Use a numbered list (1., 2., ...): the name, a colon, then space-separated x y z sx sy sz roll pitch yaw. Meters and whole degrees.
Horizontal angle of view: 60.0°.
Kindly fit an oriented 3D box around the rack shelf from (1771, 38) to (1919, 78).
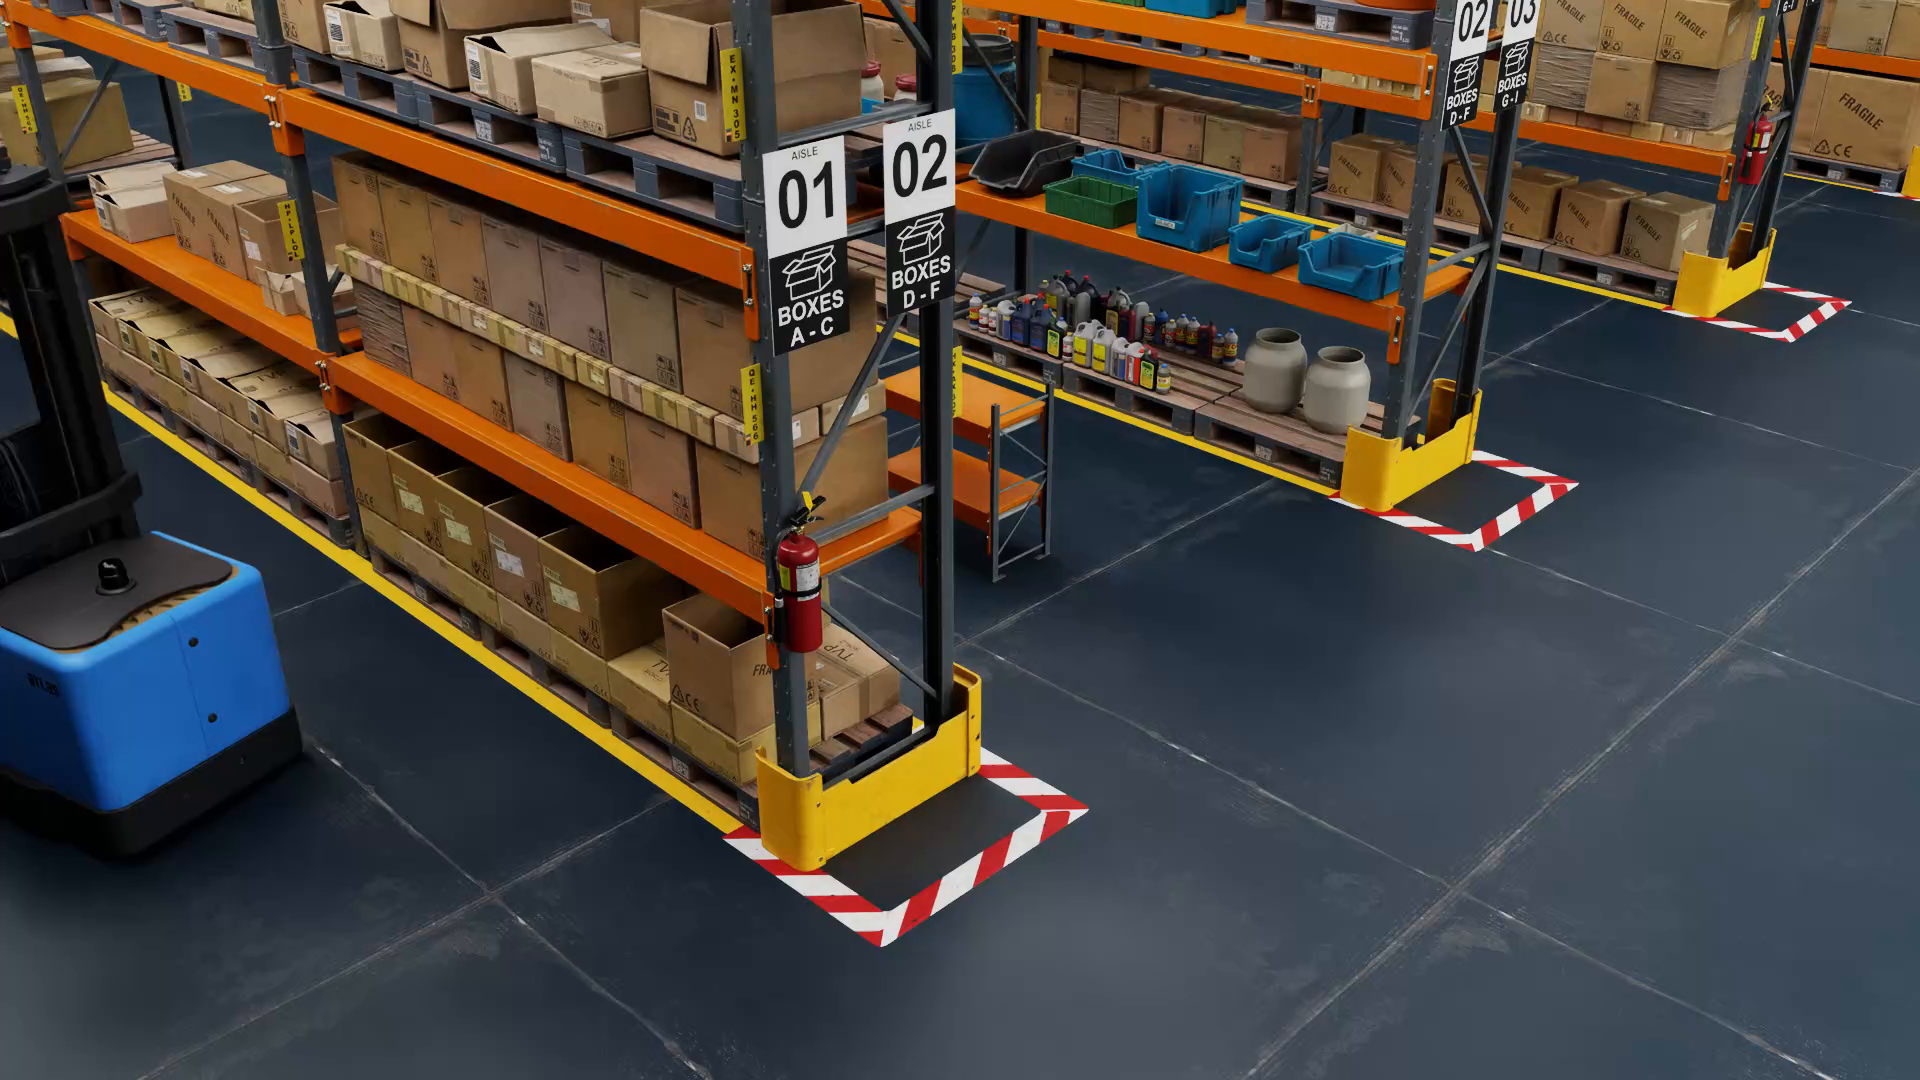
1. rack shelf: 8.650 -5.323 17.923 4.000 0.370 1.077 25 36 38

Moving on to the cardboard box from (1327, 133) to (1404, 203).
1. cardboard box: 3.931 -3.617 16.139 0.500 0.500 0.500 23 36 37

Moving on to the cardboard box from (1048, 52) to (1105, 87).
1. cardboard box: 1.321 -5.198 18.319 0.500 0.250 0.500 -24 36 -37

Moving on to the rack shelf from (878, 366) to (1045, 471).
1. rack shelf: -0.005 -0.759 9.856 1.000 0.278 0.538 25 36 38

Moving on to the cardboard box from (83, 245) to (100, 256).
1. cardboard box: -7.001 -2.364 12.930 0.500 0.250 0.500 -24 36 -37

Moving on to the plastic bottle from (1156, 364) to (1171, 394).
1. plastic bottle: 1.437 -1.142 11.733 0.097 0.201 0.097 0 28 0

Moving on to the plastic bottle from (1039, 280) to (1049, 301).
1. plastic bottle: 0.679 -1.978 13.323 0.097 0.201 0.097 0 28 0

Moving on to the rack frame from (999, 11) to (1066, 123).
1. rack frame: 0.822 -5.986 18.411 0.127 3.000 1.000 25 36 38

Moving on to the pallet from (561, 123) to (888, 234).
1. pallet: -0.907 -1.617 6.974 1.213 0.211 1.003 25 36 38

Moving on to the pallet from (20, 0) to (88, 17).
1. pallet: -5.579 -3.752 11.142 1.213 0.211 1.003 -23 36 -37

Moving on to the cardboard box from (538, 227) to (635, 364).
1. cardboard box: -1.522 -1.216 7.837 0.500 0.500 0.700 25 37 39

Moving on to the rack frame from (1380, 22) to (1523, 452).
1. rack frame: 3.054 -1.732 10.321 0.127 3.000 1.000 25 36 38

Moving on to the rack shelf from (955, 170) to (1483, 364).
1. rack shelf: 1.628 -2.066 11.729 4.000 0.370 1.077 25 36 38

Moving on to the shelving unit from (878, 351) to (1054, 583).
1. shelving unit: -0.005 -0.500 9.992 1.048 1.125 0.538 25 36 38

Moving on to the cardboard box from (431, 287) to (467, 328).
1. cardboard box: -2.489 -1.241 8.583 0.250 0.149 0.380 23 36 37

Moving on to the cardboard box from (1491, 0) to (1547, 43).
1. cardboard box: 4.895 -4.583 14.241 0.500 0.500 0.500 25 36 38

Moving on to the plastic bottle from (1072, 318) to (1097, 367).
1. plastic bottle: 0.924 -1.458 12.173 0.185 0.351 0.144 24 36 38

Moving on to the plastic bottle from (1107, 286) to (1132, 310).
1. plastic bottle: 1.230 -1.777 12.780 0.185 0.351 0.144 24 36 38

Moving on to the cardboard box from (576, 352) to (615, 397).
1. cardboard box: -1.563 -0.819 7.780 0.380 0.149 0.250 -24 36 -38

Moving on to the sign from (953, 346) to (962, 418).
1. sign: -0.028 -0.690 7.323 0.005 0.325 0.100 25 36 38

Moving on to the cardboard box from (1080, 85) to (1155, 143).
1. cardboard box: 1.718 -4.686 18.151 0.500 0.500 0.700 21 34 34

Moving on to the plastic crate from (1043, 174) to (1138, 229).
1. plastic crate: 0.972 -2.407 11.832 0.662 0.188 0.450 25 36 38

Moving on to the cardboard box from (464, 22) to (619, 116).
1. cardboard box: -1.824 -2.095 7.282 0.500 0.311 0.500 -20 34 -34

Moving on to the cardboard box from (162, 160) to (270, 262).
1. cardboard box: -4.918 -2.202 11.107 0.500 0.500 0.500 22 35 36

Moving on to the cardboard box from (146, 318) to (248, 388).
1. cardboard box: -5.216 -1.313 11.424 0.500 0.311 0.500 23 36 37

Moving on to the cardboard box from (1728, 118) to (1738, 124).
1. cardboard box: 6.490 -3.437 13.833 0.250 0.149 0.380 25 36 38

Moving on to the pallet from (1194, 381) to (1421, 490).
1. pallet: 2.391 -0.774 11.495 1.213 0.211 1.003 25 36 38

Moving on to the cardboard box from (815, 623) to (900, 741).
1. cardboard box: -0.648 0.693 8.212 0.500 0.250 0.500 25 36 38

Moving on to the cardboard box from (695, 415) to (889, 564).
1. cardboard box: -0.745 -0.290 7.471 0.500 0.500 0.700 25 36 38

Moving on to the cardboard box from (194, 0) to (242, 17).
1. cardboard box: -4.100 -3.224 9.645 0.500 0.250 0.500 21 34 34

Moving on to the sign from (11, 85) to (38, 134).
1. sign: -6.500 -2.994 11.562 0.005 0.325 0.100 25 36 38

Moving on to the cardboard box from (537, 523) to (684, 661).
1. cardboard box: -1.736 0.212 8.321 0.500 0.500 0.500 25 36 38

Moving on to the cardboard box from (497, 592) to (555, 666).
1. cardboard box: -2.089 0.379 8.809 0.500 0.250 0.500 25 36 38

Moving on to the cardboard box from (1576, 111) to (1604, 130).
1. cardboard box: 5.470 -3.617 14.176 0.250 0.149 0.380 25 36 38

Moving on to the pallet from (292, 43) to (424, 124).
1. pallet: -2.647 -2.413 8.489 1.213 0.211 1.003 25 36 38

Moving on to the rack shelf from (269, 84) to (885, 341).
1. rack shelf: -1.848 -1.751 7.907 4.000 0.370 1.077 25 36 38

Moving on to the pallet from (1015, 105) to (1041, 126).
1. pallet: 0.313 -5.034 19.597 1.213 0.211 1.003 25 36 38

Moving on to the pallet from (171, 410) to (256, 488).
1. pallet: -4.701 -0.786 11.518 1.213 0.211 1.003 25 36 38

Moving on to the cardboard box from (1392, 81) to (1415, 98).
1. cardboard box: 4.168 -4.163 15.214 0.250 0.149 0.380 25 36 38

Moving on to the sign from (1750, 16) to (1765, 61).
1. sign: 6.123 -3.850 12.766 0.005 0.325 0.100 25 36 38

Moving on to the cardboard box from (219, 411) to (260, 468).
1. cardboard box: -4.497 -0.735 10.928 0.500 0.250 0.500 -24 36 -38

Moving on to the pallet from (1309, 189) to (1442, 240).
1. pallet: 4.178 -3.239 16.183 1.213 0.211 1.003 25 36 38

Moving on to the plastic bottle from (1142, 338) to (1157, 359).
1. plastic bottle: 1.351 -1.305 11.955 0.133 0.283 0.061 25 36 38

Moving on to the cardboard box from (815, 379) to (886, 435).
1. cardboard box: -0.550 -0.620 7.402 0.250 0.149 0.380 24 36 38

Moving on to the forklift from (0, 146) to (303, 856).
1. forklift: -4.751 -0.375 7.813 3.031 2.935 1.130 16 31 27

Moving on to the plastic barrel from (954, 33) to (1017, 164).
1. plastic barrel: 0.139 -3.486 13.117 0.708 0.901 0.600 25 36 38

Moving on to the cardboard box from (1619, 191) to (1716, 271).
1. cardboard box: 6.093 -2.664 14.329 0.500 0.500 0.500 -18 33 -30

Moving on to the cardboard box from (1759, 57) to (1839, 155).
1. cardboard box: 8.917 -4.720 17.835 0.875 0.875 0.875 24 36 38

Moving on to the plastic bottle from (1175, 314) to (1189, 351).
1. plastic bottle: 1.664 -1.559 12.450 0.097 0.271 0.097 0 28 0

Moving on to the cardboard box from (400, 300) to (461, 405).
1. cardboard box: -2.572 -1.126 9.061 0.500 0.500 0.700 24 36 38

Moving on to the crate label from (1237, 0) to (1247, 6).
1. crate label: 1.951 -3.714 11.027 0.408 0.251 0.502 25 36 38

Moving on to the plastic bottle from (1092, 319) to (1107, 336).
1. plastic bottle: 1.010 -1.482 12.300 0.135 0.276 0.152 25 36 38

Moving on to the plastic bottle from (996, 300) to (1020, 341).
1. plastic bottle: 0.371 -1.680 12.677 0.152 0.276 0.135 -24 36 -37

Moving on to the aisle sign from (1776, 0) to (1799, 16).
1. aisle sign: 6.360 -4.406 12.614 0.004 0.787 0.394 25 36 38

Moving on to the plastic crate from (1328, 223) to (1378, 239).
1. plastic crate: 2.641 -2.014 11.140 0.250 0.136 0.298 25 36 38

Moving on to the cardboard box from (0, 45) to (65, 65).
1. cardboard box: -7.675 -3.679 13.465 0.500 0.500 0.700 15 31 26
